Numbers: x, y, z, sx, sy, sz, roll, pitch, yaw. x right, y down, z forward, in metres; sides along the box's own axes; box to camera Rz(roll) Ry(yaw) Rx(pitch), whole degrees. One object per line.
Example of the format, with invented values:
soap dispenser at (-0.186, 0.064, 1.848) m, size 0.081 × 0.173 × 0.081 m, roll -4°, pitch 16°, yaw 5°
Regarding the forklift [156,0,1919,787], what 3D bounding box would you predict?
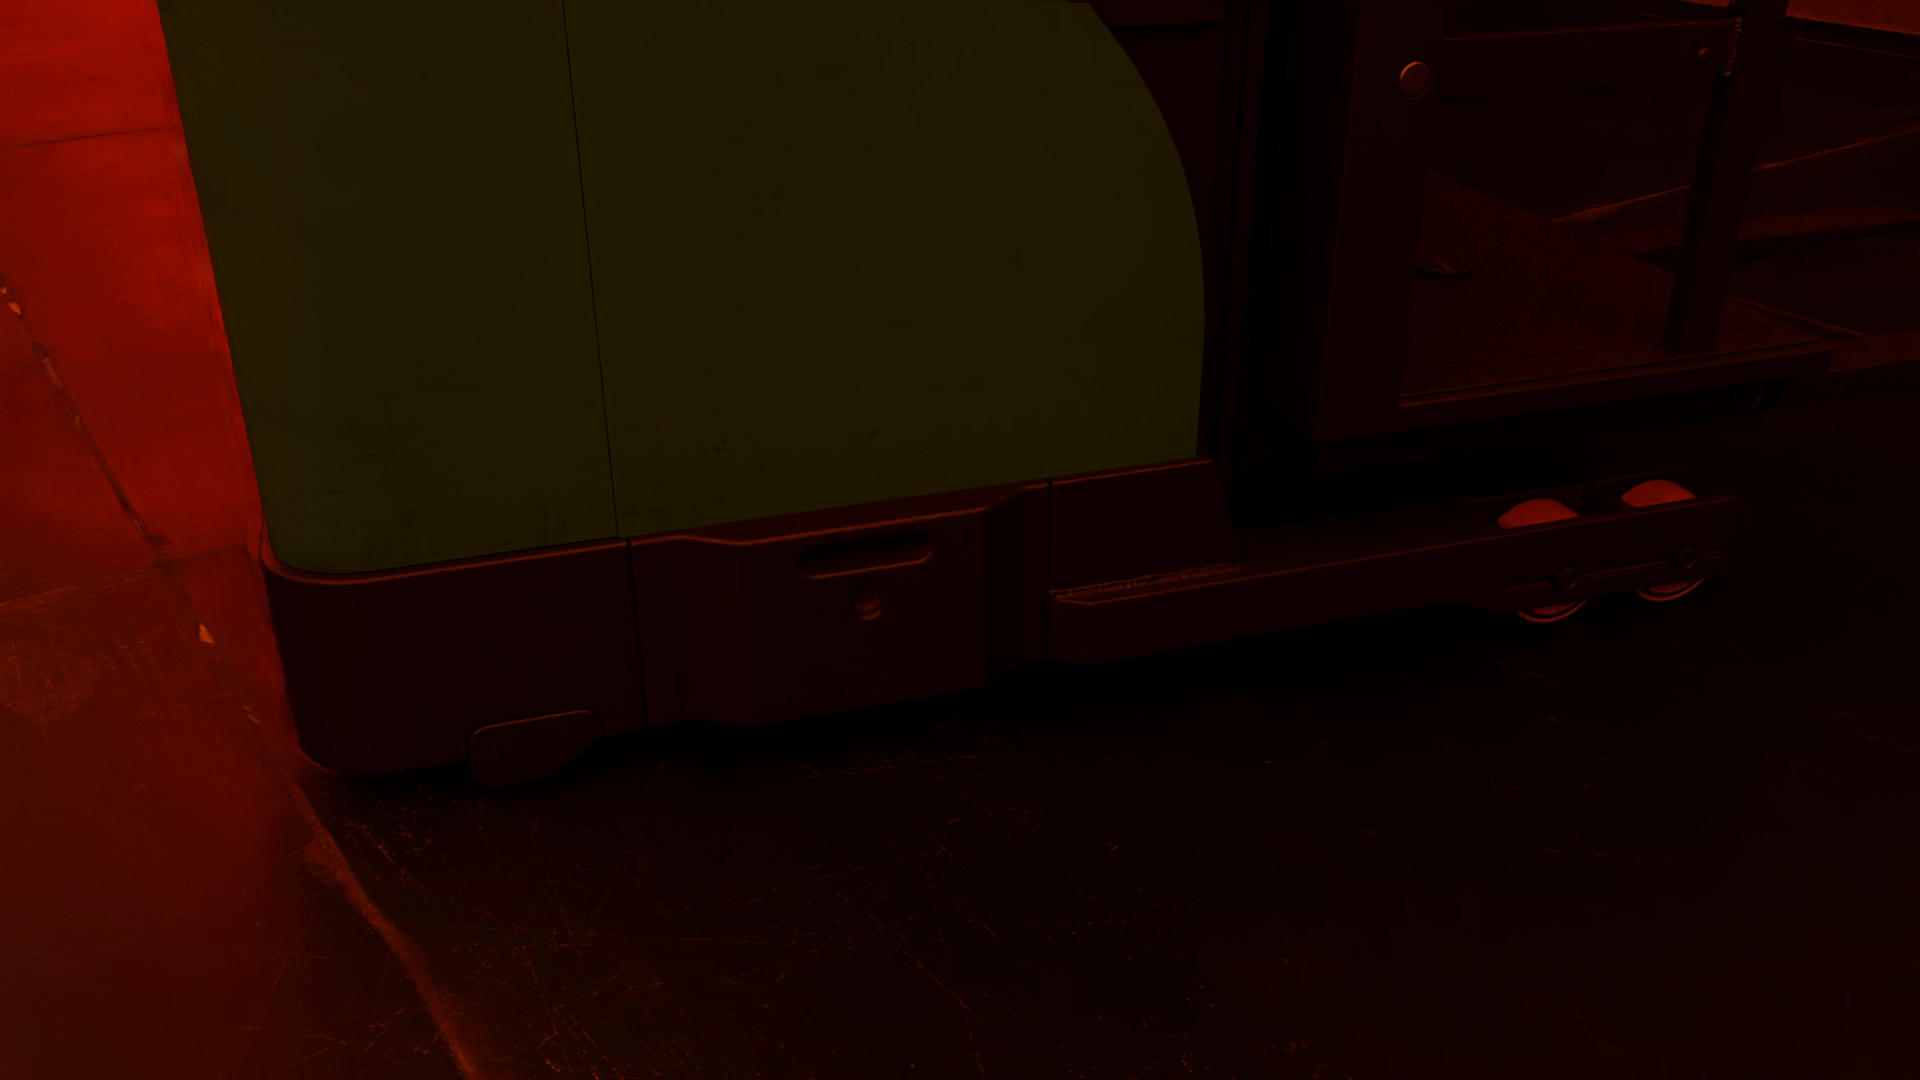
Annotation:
forklift at (0.554, -1.412, 2.046) m, size 3.031 × 2.935 × 1.130 m, roll -8°, pitch 28°, yaw -16°
